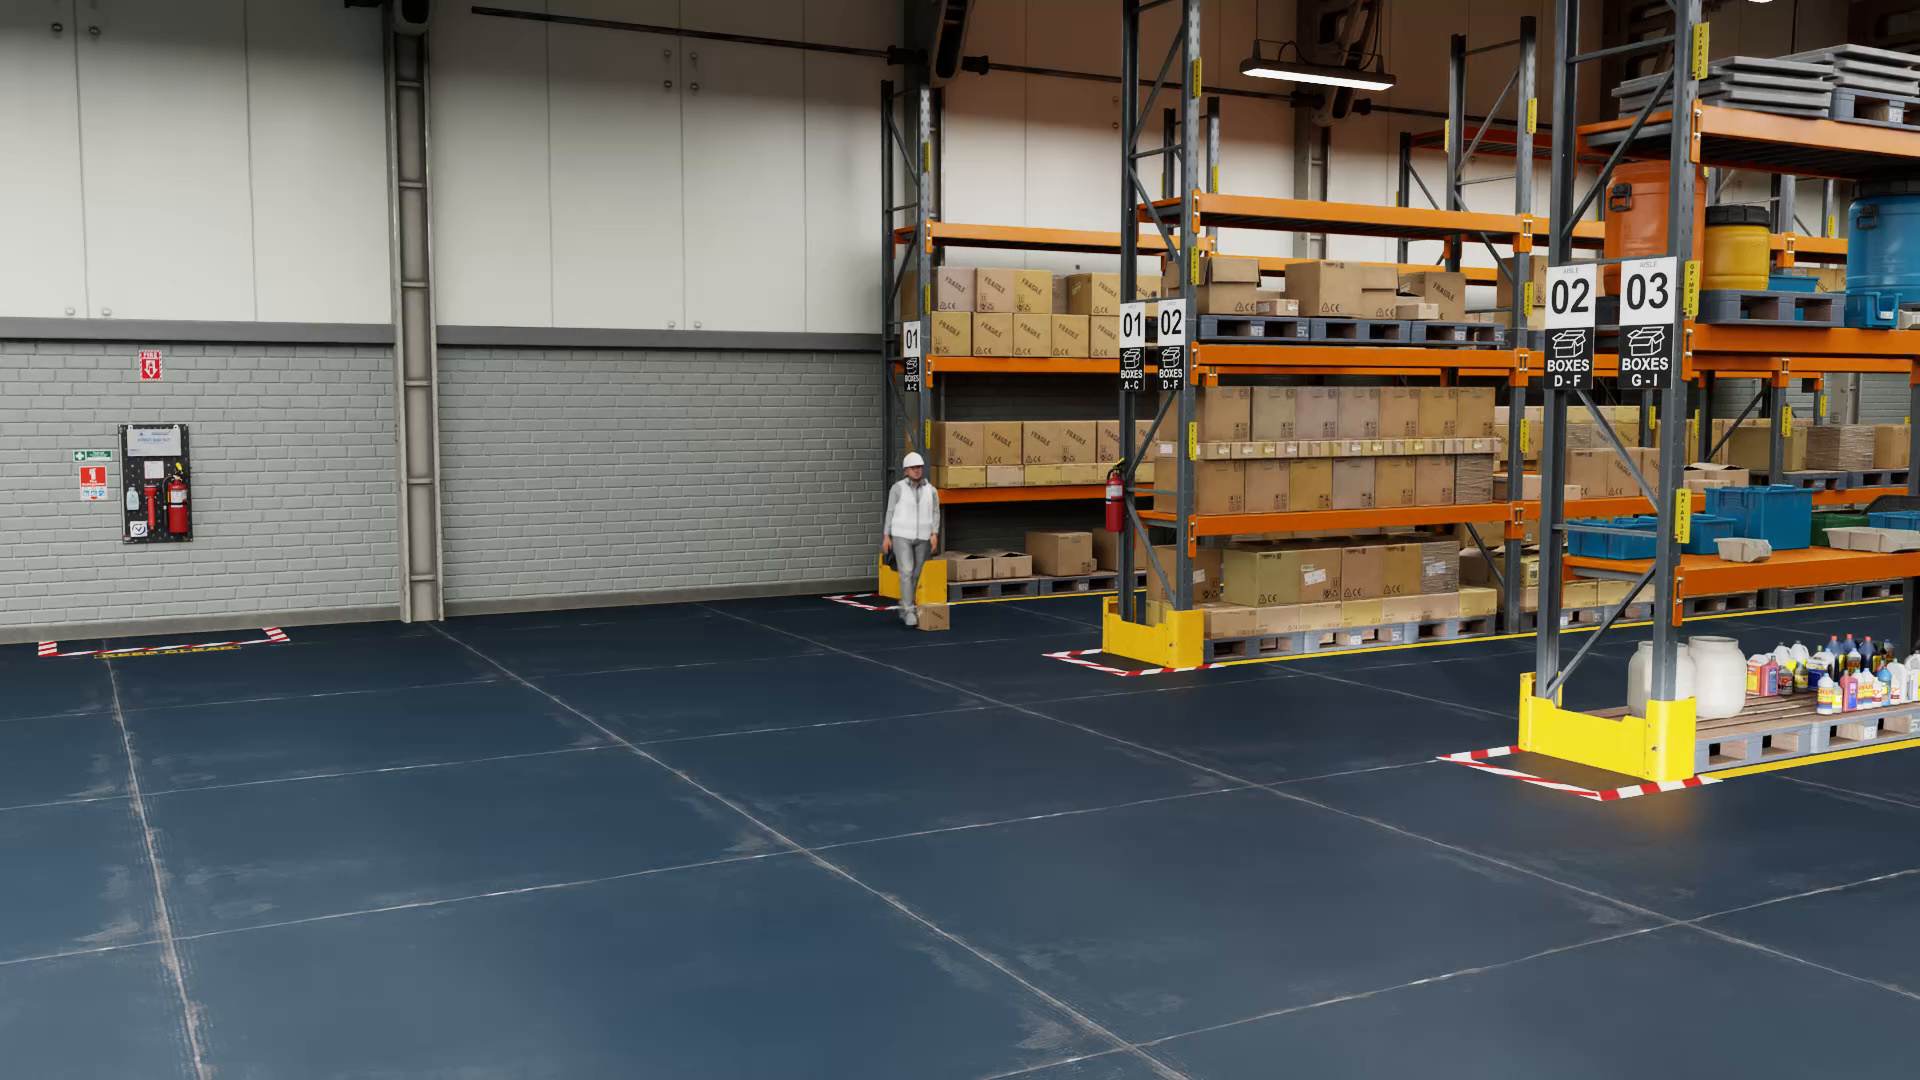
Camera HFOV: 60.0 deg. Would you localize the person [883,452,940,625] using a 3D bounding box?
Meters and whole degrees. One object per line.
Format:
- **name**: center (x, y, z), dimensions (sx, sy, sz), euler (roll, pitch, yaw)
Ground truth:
- **person**: center (-0.449, -0.023, 17.156), dimensions (0.565, 1.753, 0.799), euler (-2, 5, -23)
